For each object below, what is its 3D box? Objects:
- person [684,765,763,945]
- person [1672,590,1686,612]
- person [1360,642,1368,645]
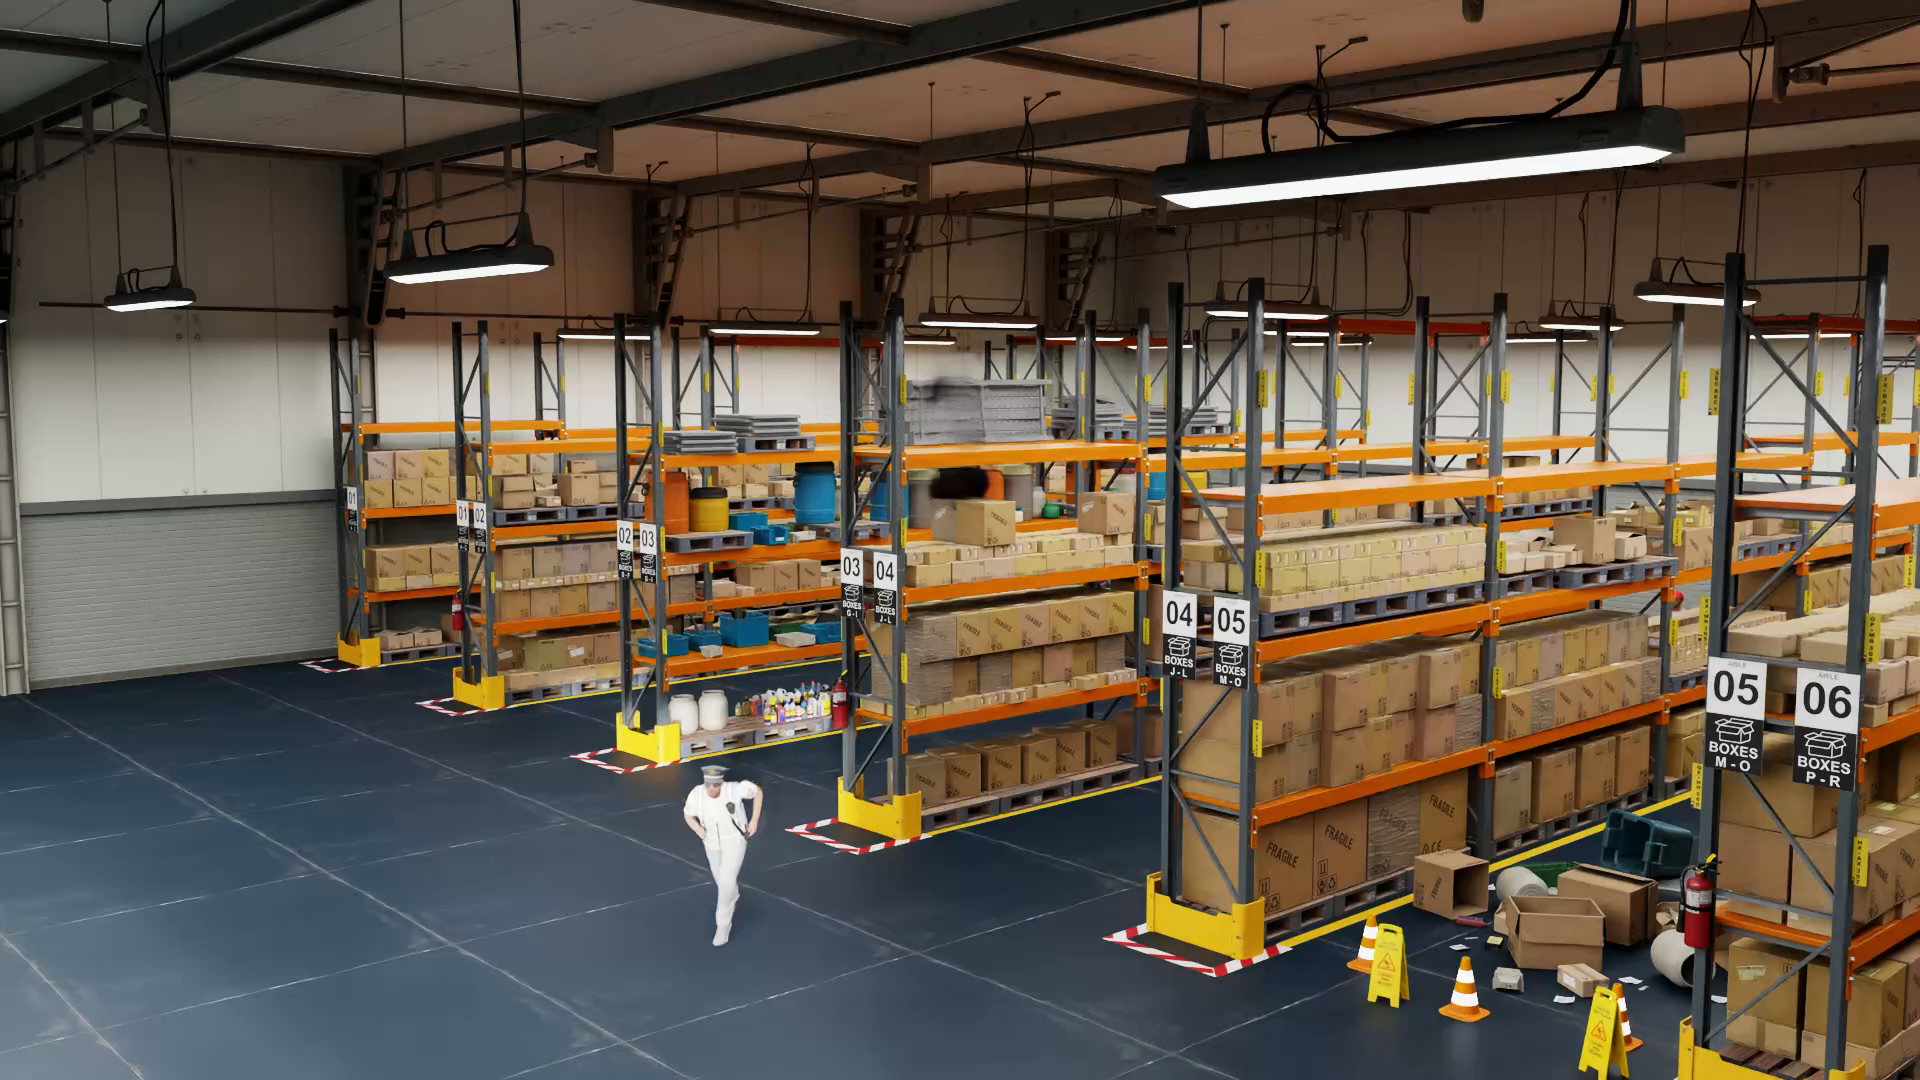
[{"bbox_3d":[-2.171,2.854,15.461,0.707,1.719,1.014,1,6,5],"label":"person"},{"bbox_3d":[11.192,1.684,26.050,0.983,1.805,0.651,-5,8,-43],"label":"person"},{"bbox_3d":[5.361,2.160,22.016,0.560,1.667,0.573,5,8,44],"label":"person"}]
